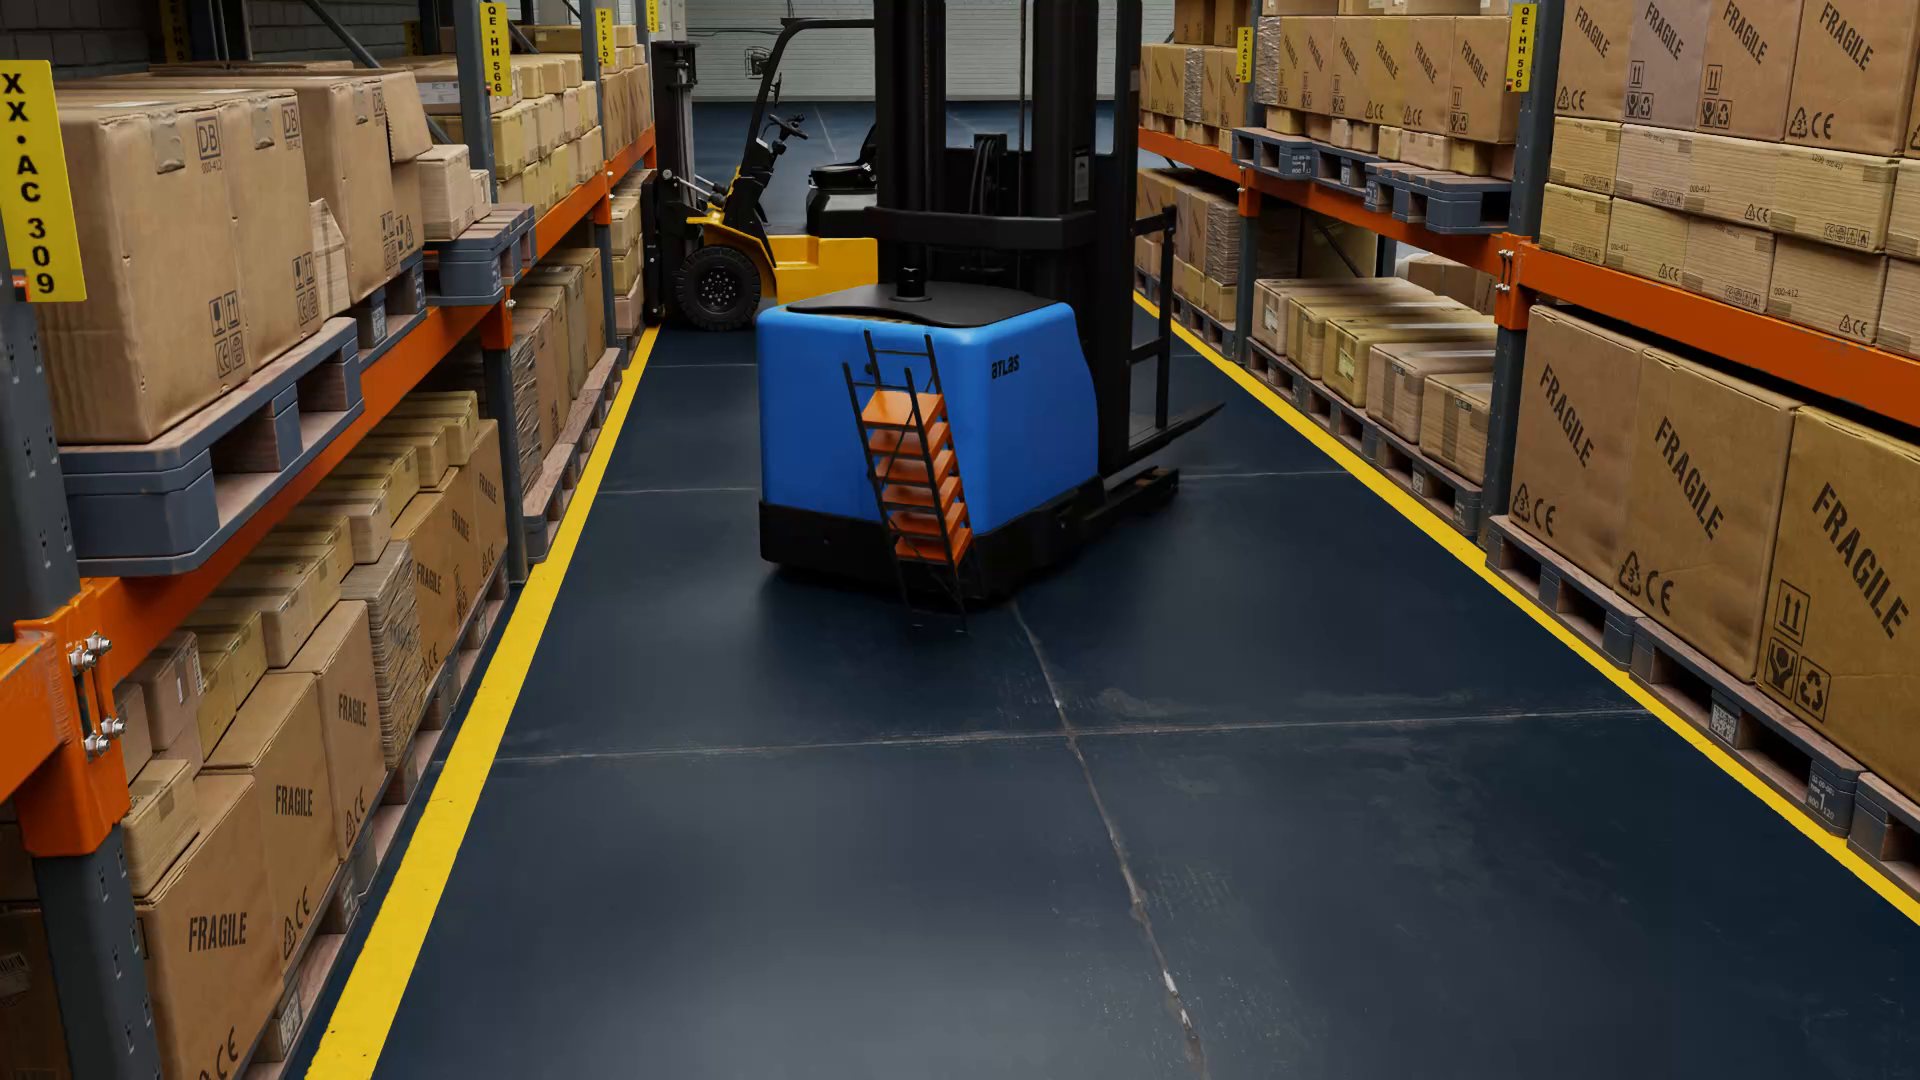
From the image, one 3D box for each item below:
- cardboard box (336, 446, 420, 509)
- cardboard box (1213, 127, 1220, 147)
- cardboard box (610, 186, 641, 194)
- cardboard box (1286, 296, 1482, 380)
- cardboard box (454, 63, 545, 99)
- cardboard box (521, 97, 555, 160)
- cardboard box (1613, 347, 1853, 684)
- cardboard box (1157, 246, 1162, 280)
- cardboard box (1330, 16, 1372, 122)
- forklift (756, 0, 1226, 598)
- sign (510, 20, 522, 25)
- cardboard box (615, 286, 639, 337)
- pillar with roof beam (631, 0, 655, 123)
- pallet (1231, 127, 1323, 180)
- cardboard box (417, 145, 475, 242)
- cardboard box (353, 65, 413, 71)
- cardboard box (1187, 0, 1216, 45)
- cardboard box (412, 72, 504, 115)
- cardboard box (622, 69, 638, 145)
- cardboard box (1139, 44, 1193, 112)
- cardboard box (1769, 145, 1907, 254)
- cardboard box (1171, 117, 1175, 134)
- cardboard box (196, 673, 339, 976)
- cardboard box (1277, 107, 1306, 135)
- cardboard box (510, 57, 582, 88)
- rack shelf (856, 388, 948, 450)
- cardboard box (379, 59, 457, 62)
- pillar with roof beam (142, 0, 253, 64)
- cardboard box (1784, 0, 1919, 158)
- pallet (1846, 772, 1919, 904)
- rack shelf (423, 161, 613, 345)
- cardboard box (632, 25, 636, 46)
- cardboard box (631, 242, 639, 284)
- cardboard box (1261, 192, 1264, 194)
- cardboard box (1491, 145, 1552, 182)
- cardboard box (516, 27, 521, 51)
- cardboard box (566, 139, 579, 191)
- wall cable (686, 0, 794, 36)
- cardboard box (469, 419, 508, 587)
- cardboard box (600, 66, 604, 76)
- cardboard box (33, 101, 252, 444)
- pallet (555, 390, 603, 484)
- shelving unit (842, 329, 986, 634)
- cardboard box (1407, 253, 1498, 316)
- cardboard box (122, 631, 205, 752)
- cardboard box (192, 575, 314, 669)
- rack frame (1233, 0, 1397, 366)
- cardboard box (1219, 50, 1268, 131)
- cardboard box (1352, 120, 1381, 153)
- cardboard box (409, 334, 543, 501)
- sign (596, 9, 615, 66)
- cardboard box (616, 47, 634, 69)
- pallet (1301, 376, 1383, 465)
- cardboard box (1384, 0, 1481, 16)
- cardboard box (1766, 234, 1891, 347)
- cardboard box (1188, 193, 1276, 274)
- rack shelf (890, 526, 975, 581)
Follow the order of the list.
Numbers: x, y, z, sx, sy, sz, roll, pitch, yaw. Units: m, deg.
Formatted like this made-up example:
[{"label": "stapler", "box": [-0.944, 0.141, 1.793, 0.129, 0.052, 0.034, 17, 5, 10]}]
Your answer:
[{"label": "cardboard box", "box": [-1.902, -0.187, 5.155, 0.380, 0.149, 0.250, -1, 17, -4]}, {"label": "cardboard box", "box": [1.965, -2.791, 11.479, 0.380, 0.149, 0.250, -2, 18, -6]}, {"label": "cardboard box", "box": [-2.531, -2.418, 12.091, 0.500, 0.250, 0.500, -2, 18, -7]}, {"label": "cardboard box", "box": [2.429, -1.172, 9.589, 0.950, 0.372, 0.625, -1, 17, -2]}, {"label": "cardboard box", "box": [-2.113, -2.095, 7.593, 0.380, 0.149, 0.250, -1, 17, -4]}, {"label": "cardboard box", "box": [-2.119, -1.862, 7.516, 0.500, 0.250, 0.500, -2, 18, -7]}, {"label": "cardboard box", "box": [2.784, -0.116, 5.386, 0.875, 0.875, 0.875, -2, 17, -5]}, {"label": "cardboard box", "box": [1.805, -2.113, 12.788, 0.500, 0.250, 0.500, -1, 17, -2]}, {"label": "cardboard box", "box": [2.211, -2.388, 8.410, 0.500, 0.500, 0.500, -2, 18, -8]}, {"label": "forklift", "box": [0.361, -1.573, 7.293, 1.130, 2.935, 3.031, 10, 20, 28]}, {"label": "sign", "box": [-3.607, -4.068, 13.551, 0.100, 0.325, 0.005, -2, 18, -6]}, {"label": "cardboard box", "box": [-2.362, -1.484, 10.786, 0.500, 0.250, 0.500, -2, 18, -5]}, {"label": "pillar with roof beam", "box": [-1.454, -11.756, 29.599, 9.100, 9.000, 0.400, -2, 18, -6]}, {"label": "pallet", "box": [2.229, -2.272, 9.727, 1.003, 0.211, 1.213, -2, 18, -6]}, {"label": "cardboard box", "box": [-1.798, -1.074, 5.140, 0.500, 0.250, 0.500, -3, 18, -8]}, {"label": "cardboard box", "box": [-2.613, -2.002, 7.297, 0.380, 0.149, 0.250, -2, 18, -6]}, {"label": "cardboard box", "box": [2.197, -4.158, 13.080, 0.700, 0.500, 0.500, -2, 18, -5]}, {"label": "cardboard box", "box": [-1.969, -1.711, 6.369, 0.380, 0.149, 0.250, -1, 17, -4]}, {"label": "cardboard box", "box": [-2.582, -3.085, 11.830, 0.500, 0.500, 0.500, -2, 18, -5]}, {"label": "cardboard box", "box": [1.712, -3.673, 13.206, 0.500, 0.500, 0.500, -1, 17, -4]}, {"label": "cardboard box", "box": [2.645, -0.958, 4.636, 0.500, 0.250, 0.500, -1, 17, -5]}, {"label": "cardboard box", "box": [1.826, -3.174, 12.698, 0.380, 0.149, 0.250, -1, 17, -4]}, {"label": "cardboard box", "box": [-1.707, 0.625, 3.651, 0.500, 0.500, 0.500, -2, 18, -6]}, {"label": "cardboard box", "box": [2.055, -2.427, 9.619, 0.380, 0.149, 0.250, -1, 17, -5]}, {"label": "cardboard box", "box": [-2.209, -2.478, 8.814, 0.380, 0.149, 0.250, -2, 18, -7]}, {"label": "rack shelf", "box": [-0.194, -0.410, 5.582, 0.258, 0.103, 0.180, 7, 44, 21]}, {"label": "cardboard box", "box": [-2.771, -2.381, 8.503, 0.380, 0.149, 0.250, -2, 18, -6]}, {"label": "pillar with roof beam", "box": [1.022, -4.605, 6.823, 9.100, 9.000, 0.400, -2, 18, -6]}, {"label": "cardboard box", "box": [2.663, -1.322, 4.543, 0.500, 0.500, 0.500, -1, 17, -5]}, {"label": "pallet", "box": [2.966, 0.891, 3.988, 1.003, 0.211, 1.213, -2, 18, -6]}, {"label": "rack shelf", "box": [-2.436, -1.502, 8.155, 1.077, 0.370, 4.000, -2, 18, -6]}, {"label": "cardboard box", "box": [-2.609, -3.732, 12.309, 0.380, 0.149, 0.250, -1, 17, -4]}, {"label": "cardboard box", "box": [-2.439, -1.872, 11.187, 0.500, 0.250, 0.500, -2, 18, -6]}, {"label": "cardboard box", "box": [2.384, -2.340, 12.260, 0.500, 0.500, 0.500, -1, 17, -3]}, {"label": "cardboard box", "box": [2.440, -1.575, 6.904, 0.380, 0.149, 0.250, -1, 17, -4]}, {"label": "cardboard box", "box": [-3.001, -3.181, 10.554, 0.380, 0.149, 0.250, -2, 18, -6]}, {"label": "cardboard box", "box": [-2.252, -1.929, 8.565, 0.500, 0.250, 0.500, -2, 18, -5]}, {"label": "wall cable", "box": [-5.962, -14.635, 43.954, 3.097, 2.526, 0.112, -2, 18, -6]}, {"label": "cardboard box", "box": [-1.972, -0.138, 6.081, 0.500, 0.500, 0.500, -1, 17, -4]}, {"label": "cardboard box", "box": [-2.441, -2.979, 10.407, 0.380, 0.149, 0.250, -1, 17, -4]}, {"label": "cardboard box", "box": [-1.644, -0.457, 2.757, 0.700, 0.500, 0.500, -1, 17, -4]}, {"label": "pallet", "box": [-2.398, -0.528, 8.507, 1.003, 0.211, 1.213, -2, 18, -6]}, {"label": "shelving unit", "box": [-0.143, -0.176, 5.787, 0.258, 1.200, 0.189, 7, 44, 21]}, {"label": "cardboard box", "box": [3.538, -1.766, 11.962, 0.500, 0.500, 0.500, 11, 21, 32]}, {"label": "cardboard box", "box": [-1.664, 0.292, 3.132, 0.380, 0.149, 0.250, -3, 18, -8]}, {"label": "cardboard box", "box": [-1.763, 0.197, 3.932, 0.380, 0.149, 0.250, -2, 18, -6]}, {"label": "rack frame", "box": [2.295, -2.596, 10.437, 1.000, 3.000, 0.127, -2, 18, -6]}, {"label": "cardboard box", "box": [2.002, -2.910, 10.775, 0.500, 0.500, 0.500, -2, 18, -7]}, {"label": "cardboard box", "box": [2.201, -2.034, 8.367, 0.380, 0.149, 0.250, -2, 18, -7]}, {"label": "cardboard box", "box": [-2.280, -0.503, 7.036, 0.875, 0.625, 0.625, -1, 17, -4]}, {"label": "sign", "box": [-2.103, -2.976, 9.847, 0.100, 0.325, 0.005, -2, 18, -6]}, {"label": "cardboard box", "box": [-2.583, -3.514, 12.113, 0.380, 0.149, 0.250, -2, 18, -5]}, {"label": "pallet", "box": [2.506, -0.669, 8.956, 1.003, 0.211, 1.213, -2, 18, -6]}, {"label": "cardboard box", "box": [2.258, -2.582, 7.947, 0.380, 0.149, 0.250, -3, 18, -8]}, {"label": "cardboard box", "box": [2.681, -0.723, 4.723, 0.500, 0.250, 0.500, -2, 18, -6]}, {"label": "cardboard box", "box": [1.913, -2.161, 11.692, 0.500, 0.500, 0.500, -1, 17, -5]}, {"label": "rack shelf", "box": [-0.097, 0.035, 5.972, 0.258, 0.103, 0.180, 7, 44, 21]}]
